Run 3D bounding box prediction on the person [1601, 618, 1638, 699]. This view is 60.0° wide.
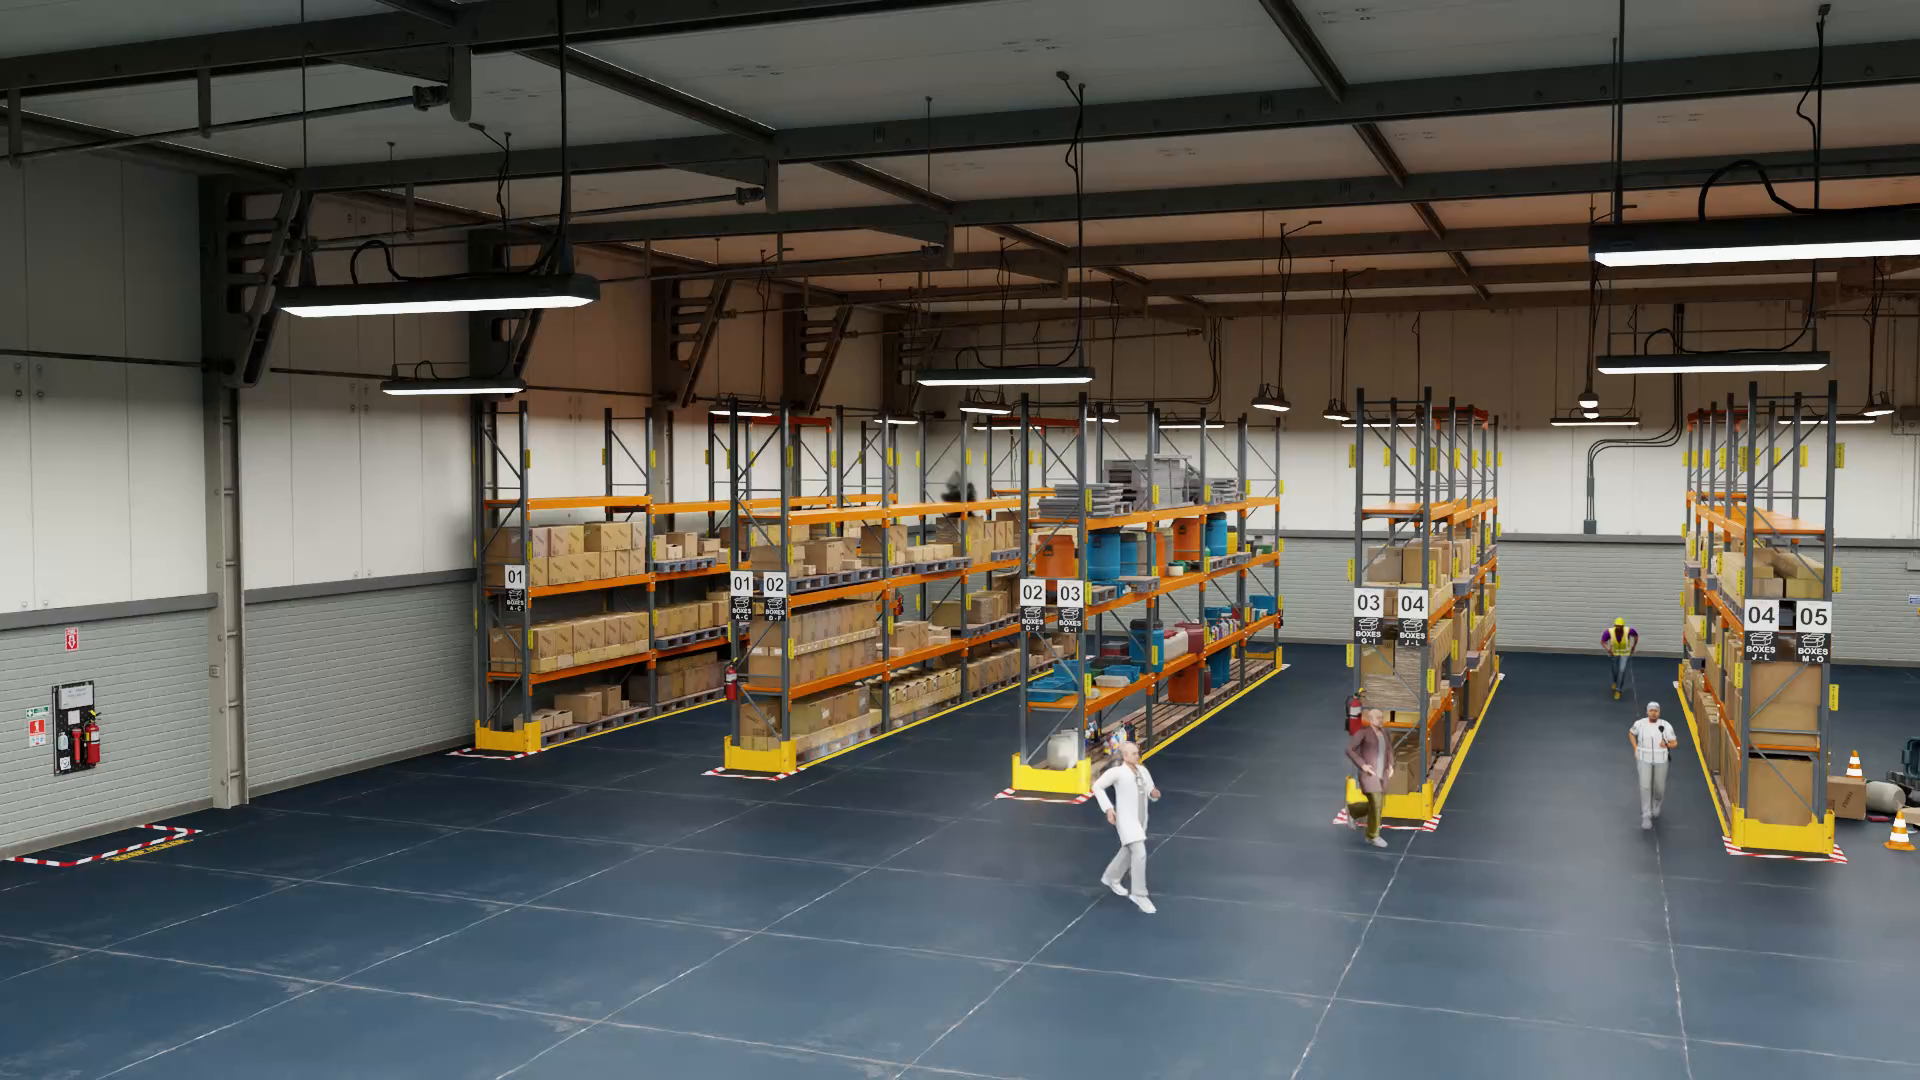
[{"bbox_3d":[13.911,2.469,35.108,0.740,1.725,1.044,1,3,17],"label":"person"}]

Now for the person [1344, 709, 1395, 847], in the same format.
[{"bbox_3d":[5.374,3.090,21.822,0.764,1.758,0.791,-2,3,-32],"label":"person"}]

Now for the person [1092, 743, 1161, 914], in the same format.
[{"bbox_3d":[1.898,3.194,18.658,0.897,1.836,0.670,3,4,44],"label":"person"}]

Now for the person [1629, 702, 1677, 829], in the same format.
[{"bbox_3d":[9.463,3.040,22.712,0.608,1.662,0.886,1,3,20],"label":"person"}]
